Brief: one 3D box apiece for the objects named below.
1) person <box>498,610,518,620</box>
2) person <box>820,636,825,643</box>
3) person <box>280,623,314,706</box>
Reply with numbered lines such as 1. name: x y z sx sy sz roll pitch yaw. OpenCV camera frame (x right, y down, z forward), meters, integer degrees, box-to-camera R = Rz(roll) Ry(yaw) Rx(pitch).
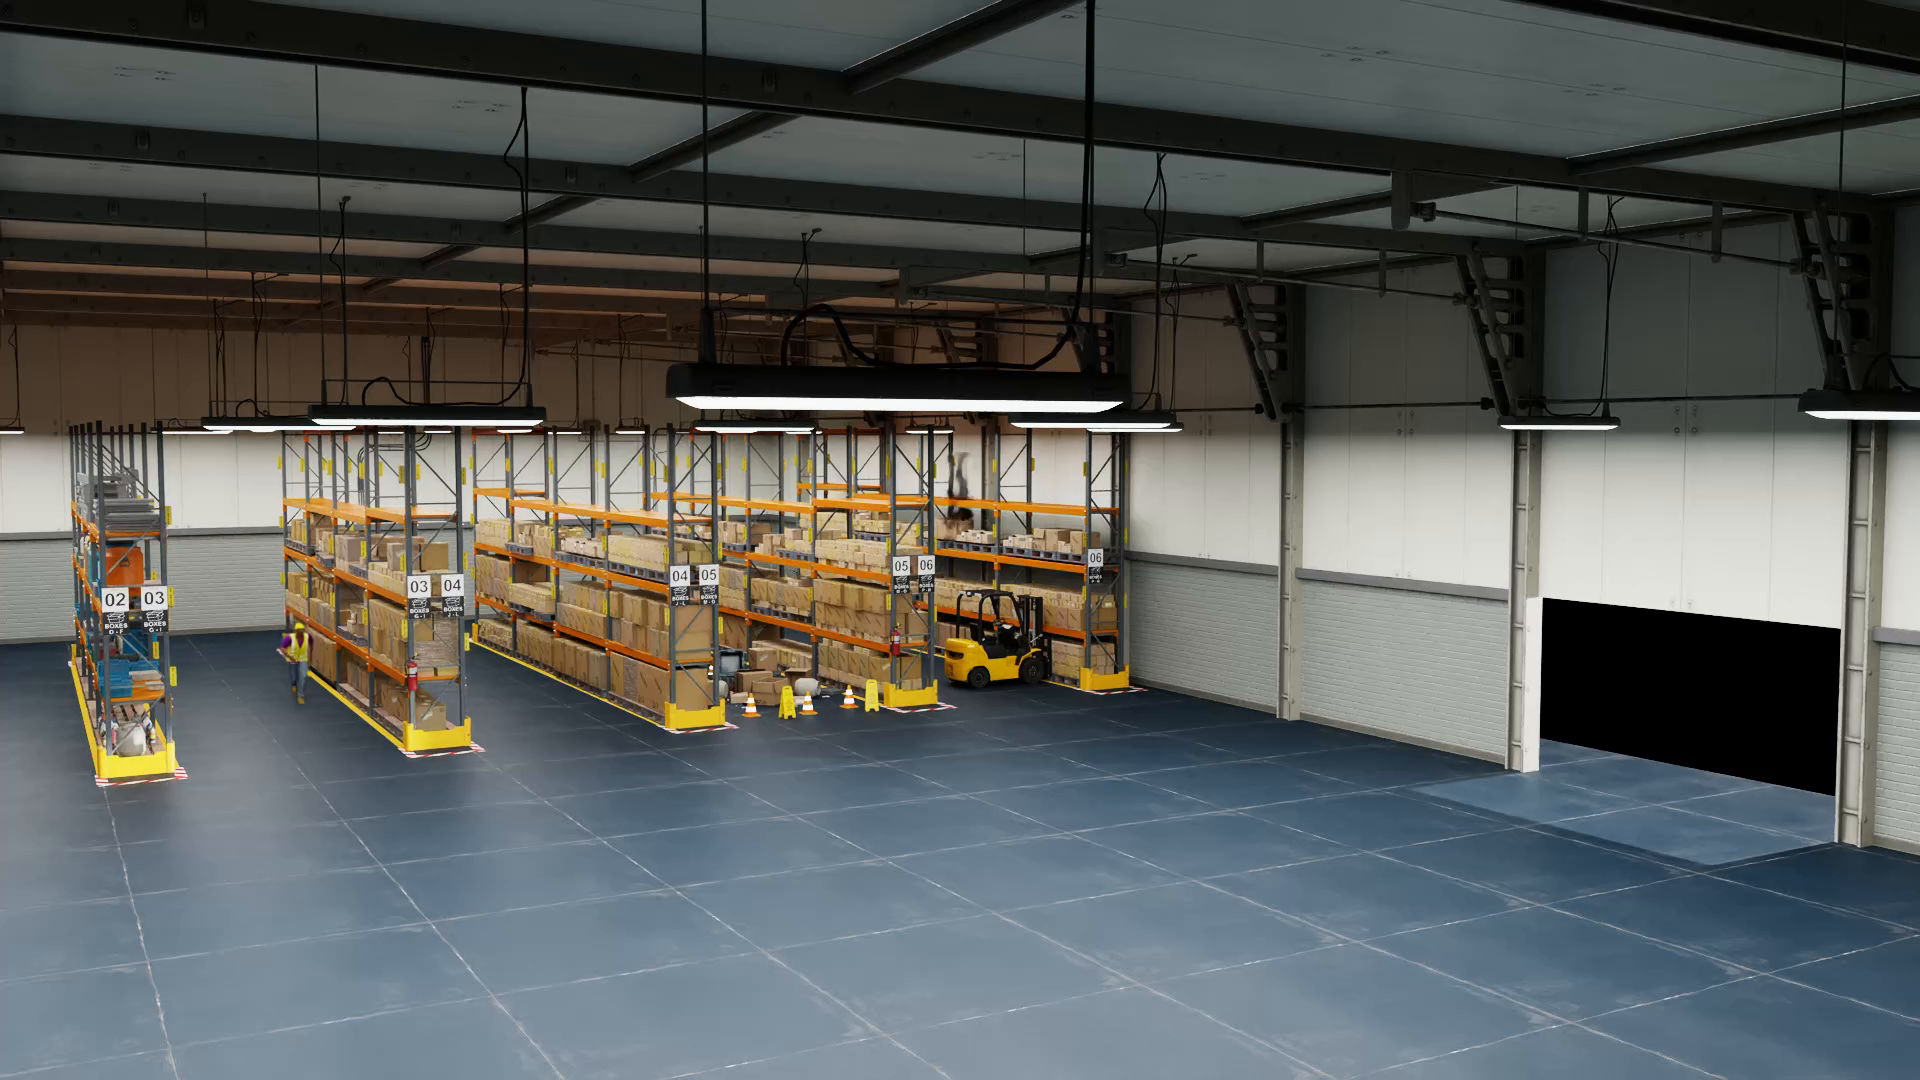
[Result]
1. person: -13.063 1.917 48.137 0.672 1.720 0.709 0 4 8
2. person: -3.426 2.231 43.082 0.583 1.771 0.758 -2 4 -29
3. person: -14.320 2.642 35.943 0.700 1.752 1.098 -2 4 -30
